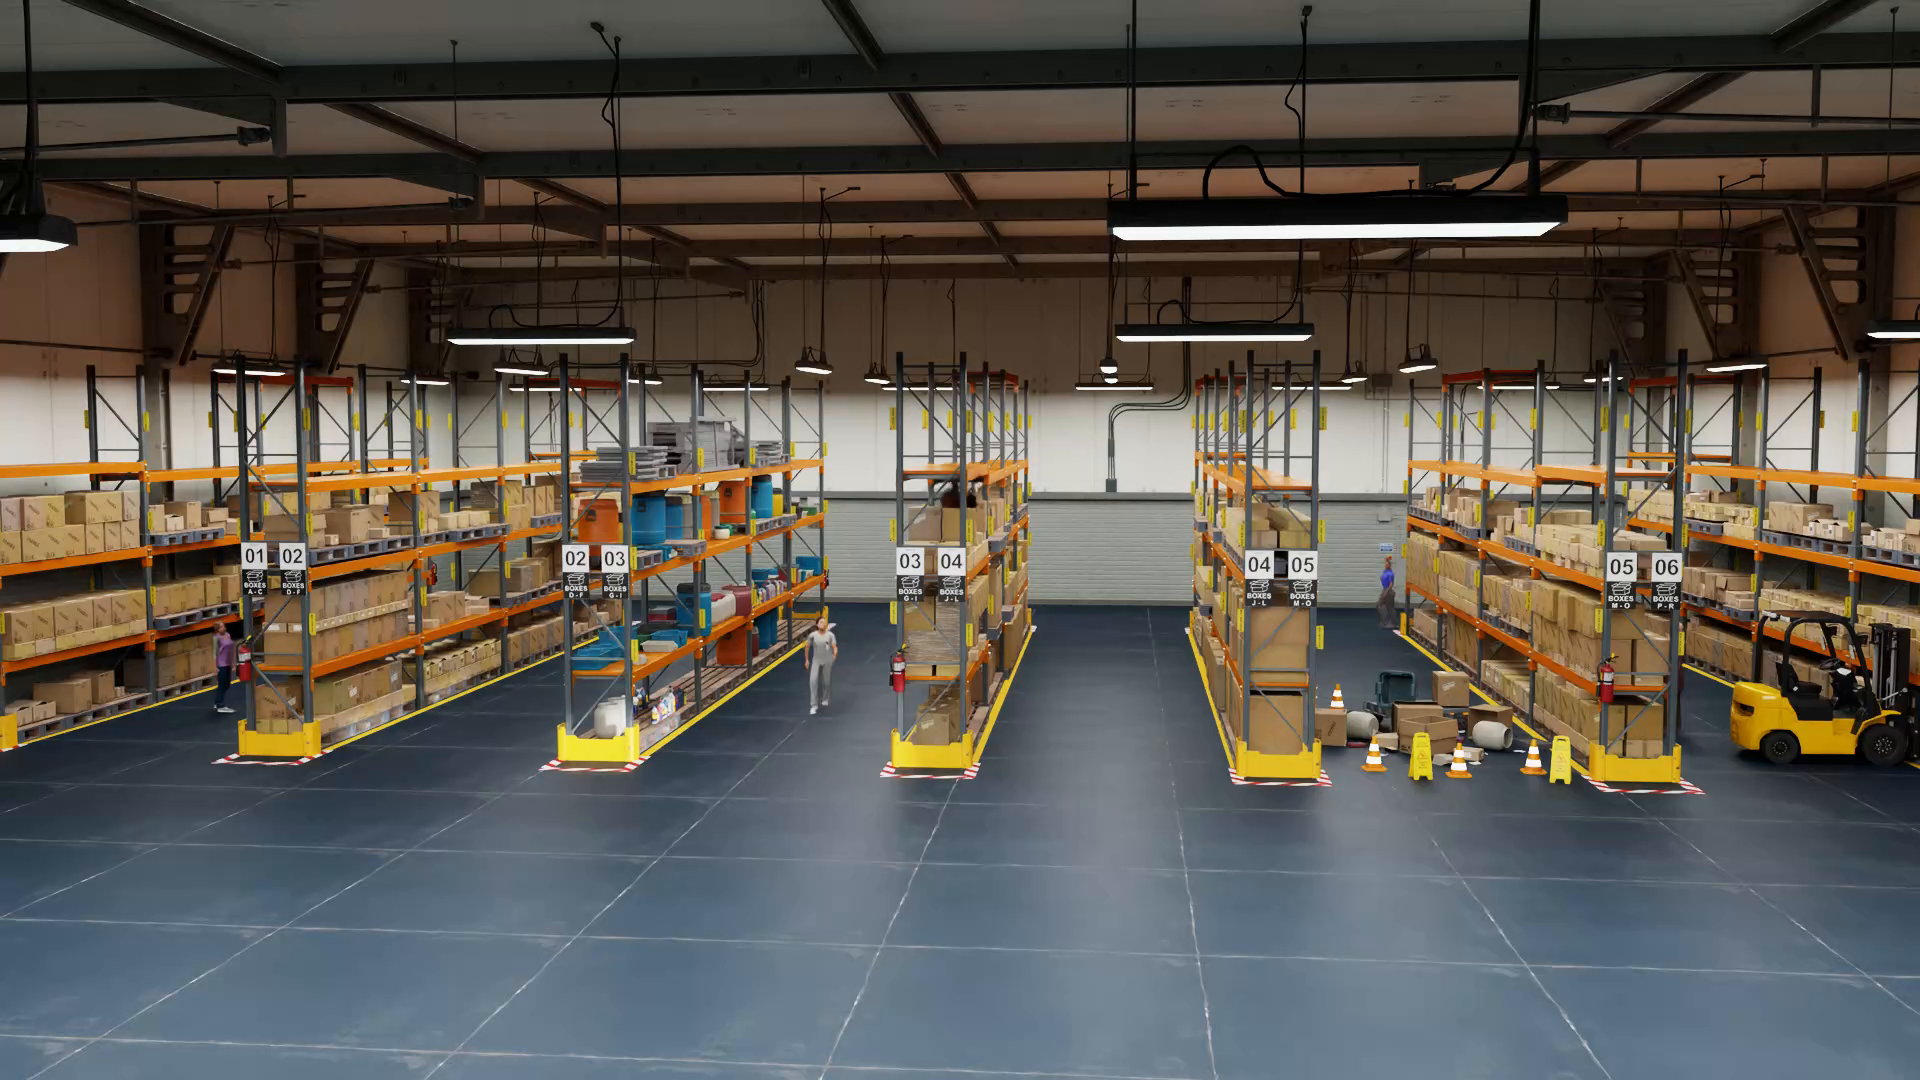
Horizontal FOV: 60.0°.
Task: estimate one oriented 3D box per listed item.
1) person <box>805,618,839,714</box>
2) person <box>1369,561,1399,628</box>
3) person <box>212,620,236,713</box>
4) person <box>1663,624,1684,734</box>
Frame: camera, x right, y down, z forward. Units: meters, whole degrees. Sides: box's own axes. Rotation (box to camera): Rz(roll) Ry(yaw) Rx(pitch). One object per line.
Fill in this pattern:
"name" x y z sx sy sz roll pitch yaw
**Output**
"person" -2.395 2.139 28.761 0.596 1.588 1.091 0 4 5
"person" 10.284 1.327 40.284 0.710 1.651 0.643 1 4 9
"person" -12.655 2.172 28.556 0.382 1.619 0.491 0 4 0
"person" 11.470 2.219 26.865 0.436 1.778 0.707 3 5 34
